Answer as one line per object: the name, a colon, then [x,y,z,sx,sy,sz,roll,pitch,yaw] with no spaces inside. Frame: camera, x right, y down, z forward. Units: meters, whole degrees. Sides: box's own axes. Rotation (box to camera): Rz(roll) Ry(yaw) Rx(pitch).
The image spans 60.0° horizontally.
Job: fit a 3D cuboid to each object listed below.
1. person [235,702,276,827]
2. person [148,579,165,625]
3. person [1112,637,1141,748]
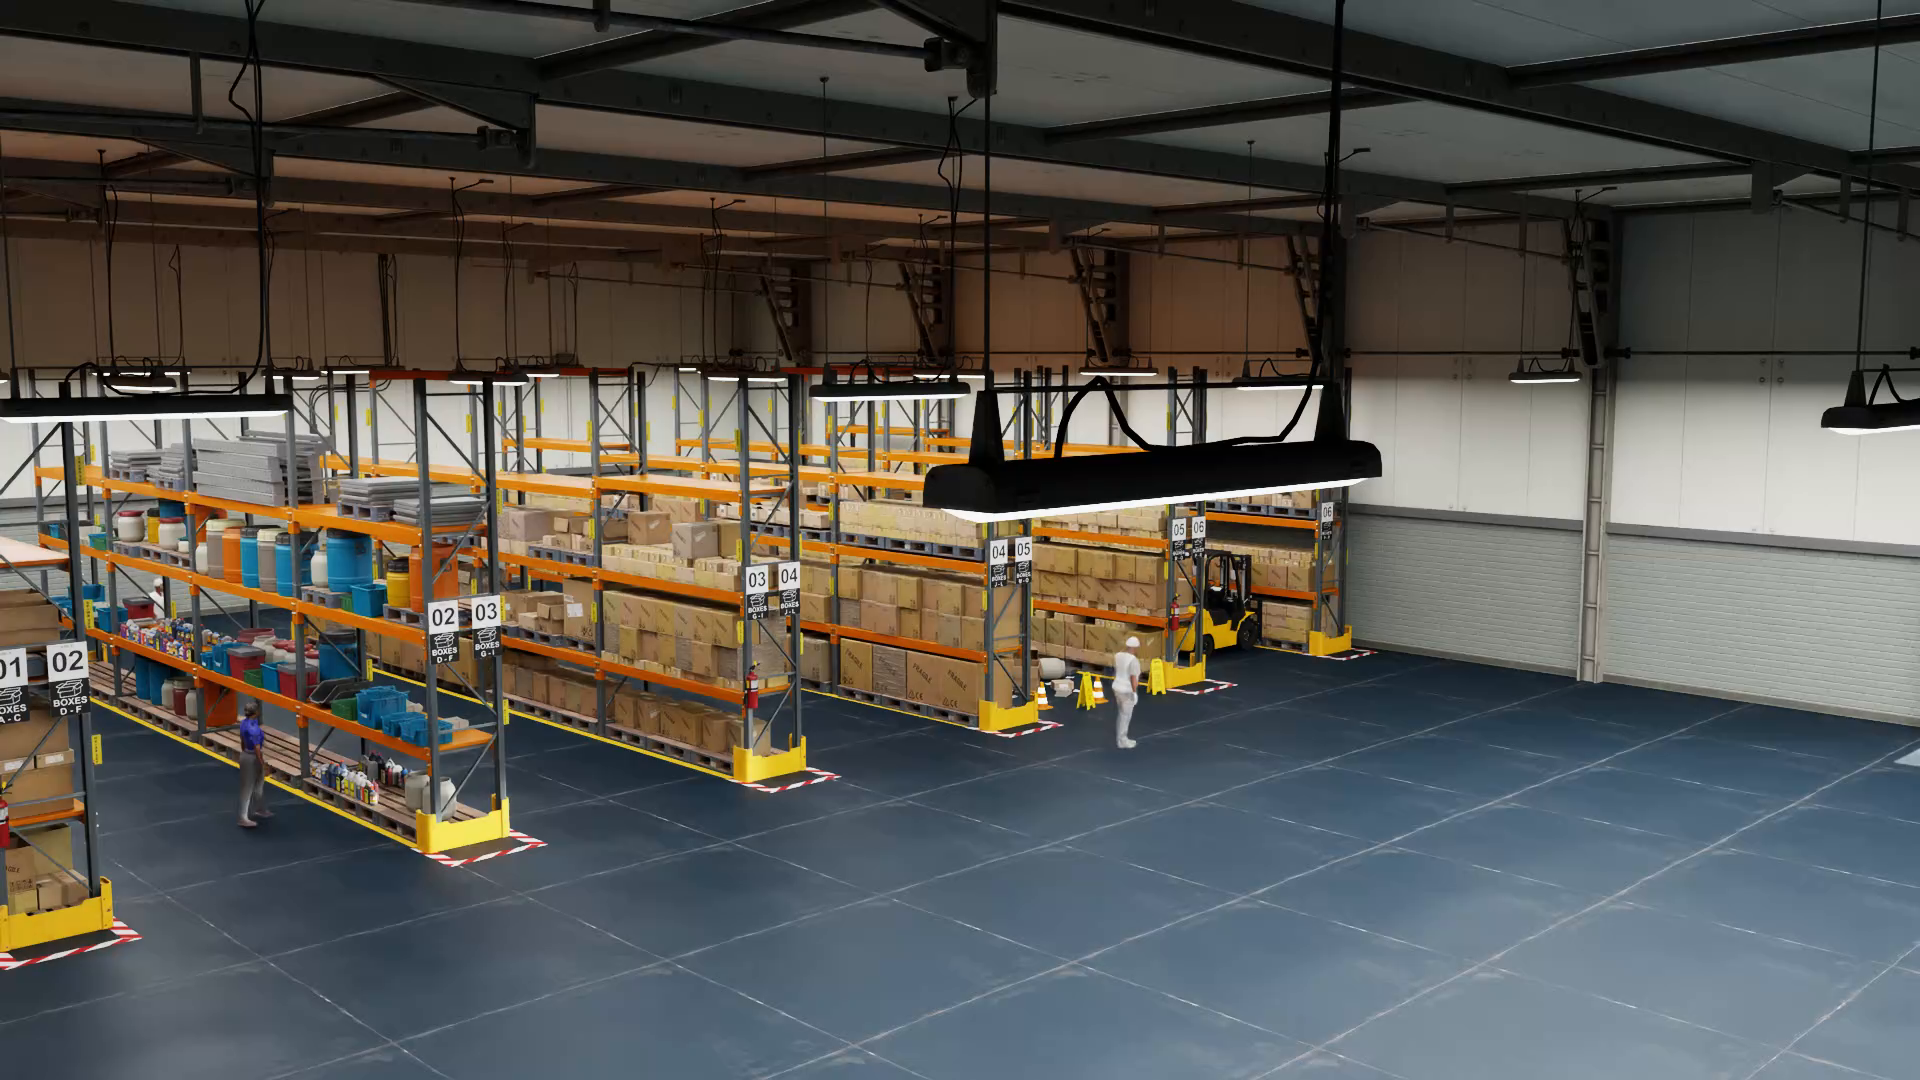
person: [-9.521,3.001,22.400,0.516,1.695,0.626,-3,7,-24]
person: [-16.330,1.653,33.923,0.997,1.731,0.511,4,8,31]
person: [2.694,2.438,26.723,0.451,1.789,0.587,-3,7,-22]
